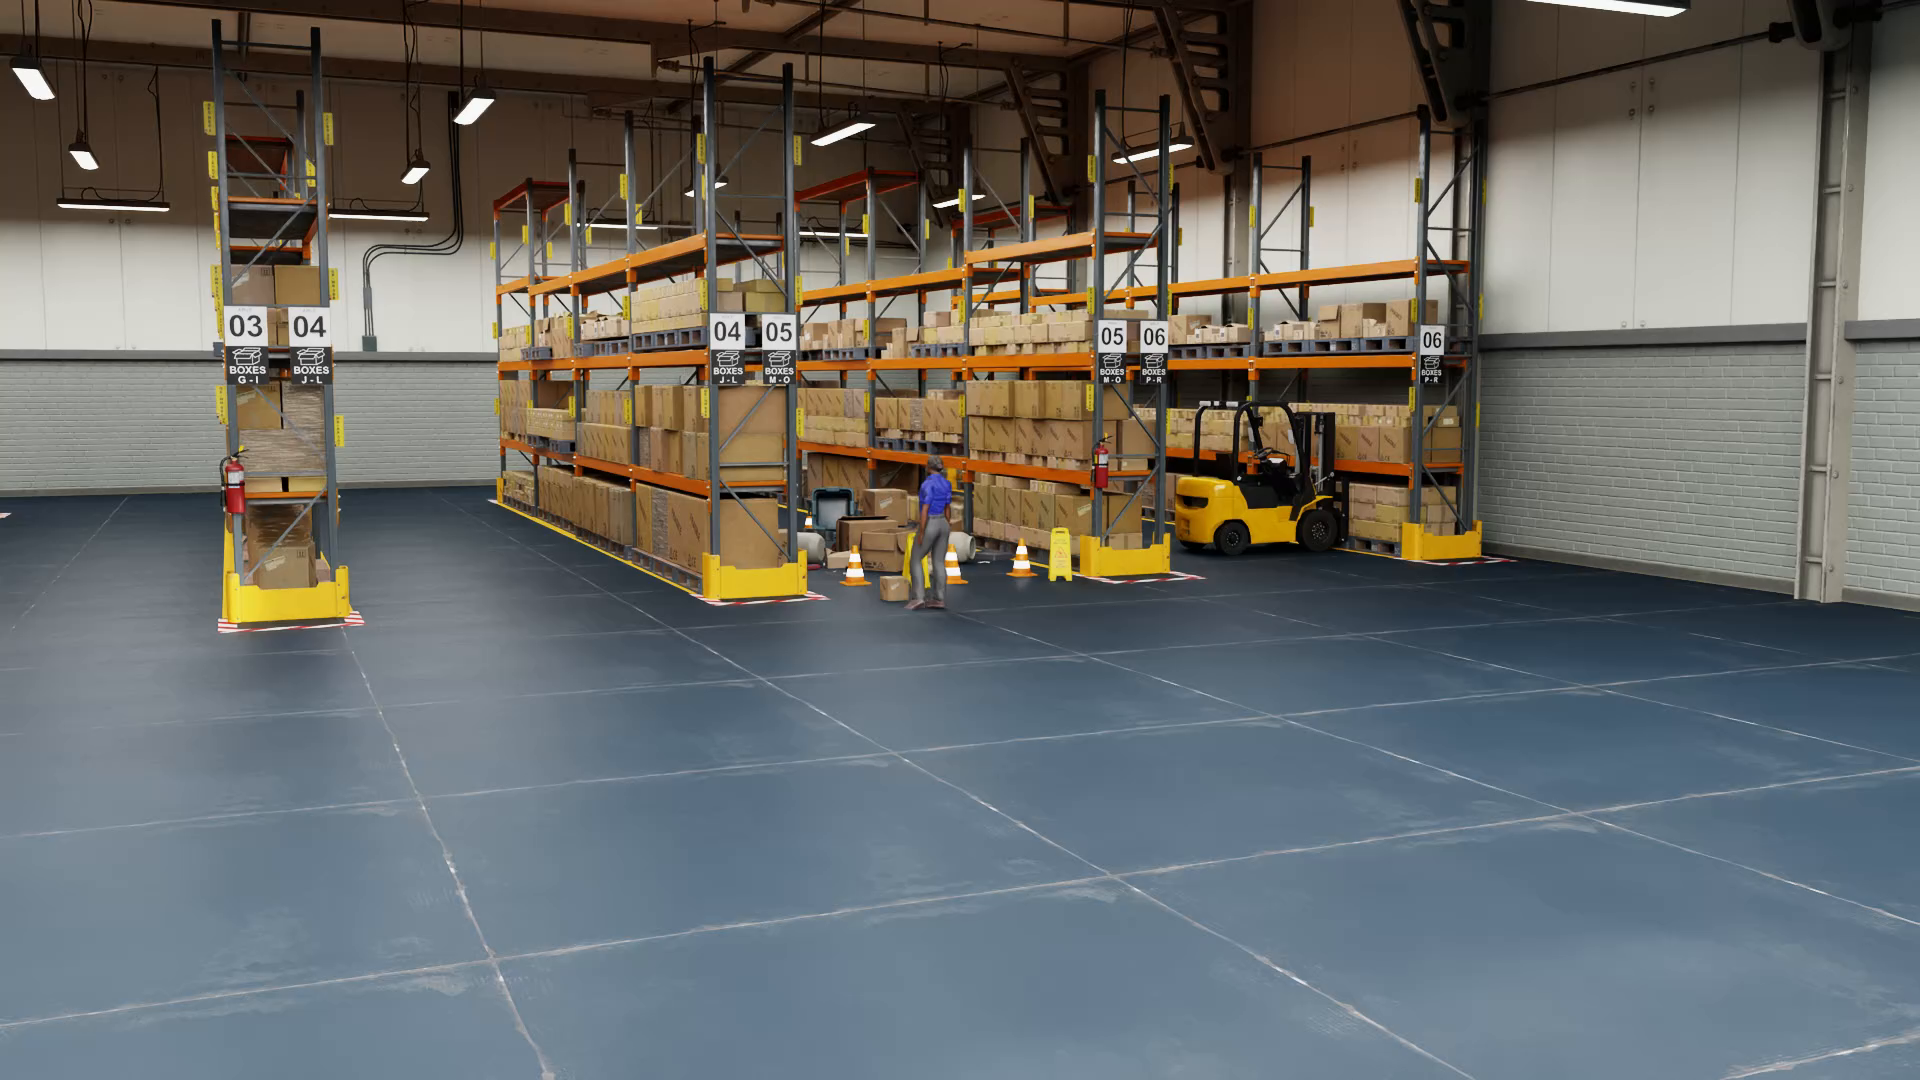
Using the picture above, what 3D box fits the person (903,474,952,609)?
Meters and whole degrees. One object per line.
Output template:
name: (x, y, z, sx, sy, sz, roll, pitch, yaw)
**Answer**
person: (-0.343, 0.035, 17.968, 0.388, 1.509, 0.507, 5, 7, 42)
